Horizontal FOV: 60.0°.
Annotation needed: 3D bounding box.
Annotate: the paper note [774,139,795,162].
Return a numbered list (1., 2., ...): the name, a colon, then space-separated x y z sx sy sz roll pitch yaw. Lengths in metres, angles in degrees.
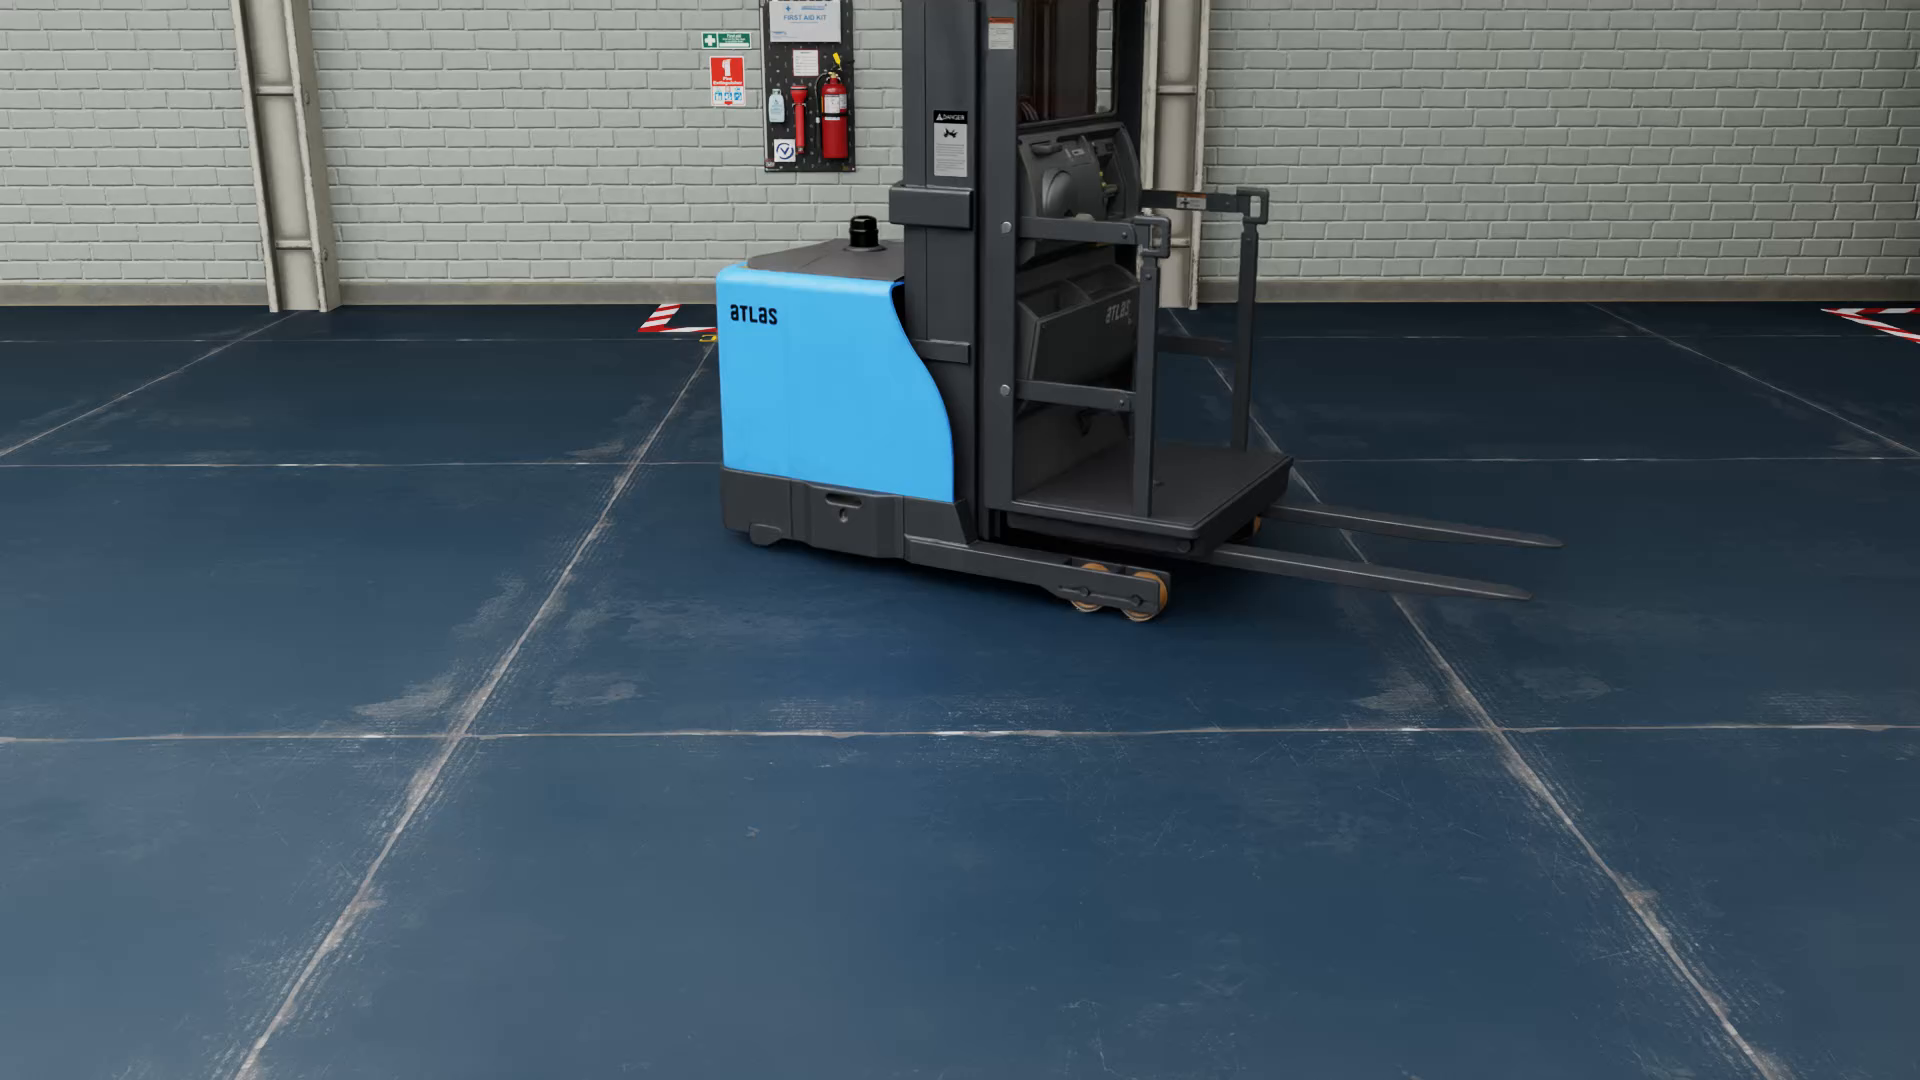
1. paper note: -1.203 -2.674 11.413 0.142 0.148 0.016 0 18 -1

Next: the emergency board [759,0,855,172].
1. emergency board: -1.025 -3.073 11.216 0.643 1.169 0.194 0 18 -1

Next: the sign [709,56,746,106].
1. sign: -1.579 -3.119 11.300 0.234 0.329 0.001 0 18 -1

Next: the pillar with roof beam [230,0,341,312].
1. pillar with roof beam: -4.485 -4.586 6.111 0.400 9.000 9.100 0 18 -1

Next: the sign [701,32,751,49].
1. sign: -1.575 -3.368 11.211 0.331 0.109 0.001 0 18 -1

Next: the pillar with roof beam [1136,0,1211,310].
1. pillar with roof beam: 1.514 -4.615 6.201 0.400 9.000 9.100 0 18 -1

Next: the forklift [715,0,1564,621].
1. forklift: 0.613 -1.304 5.814 3.031 2.935 1.130 9 20 27
